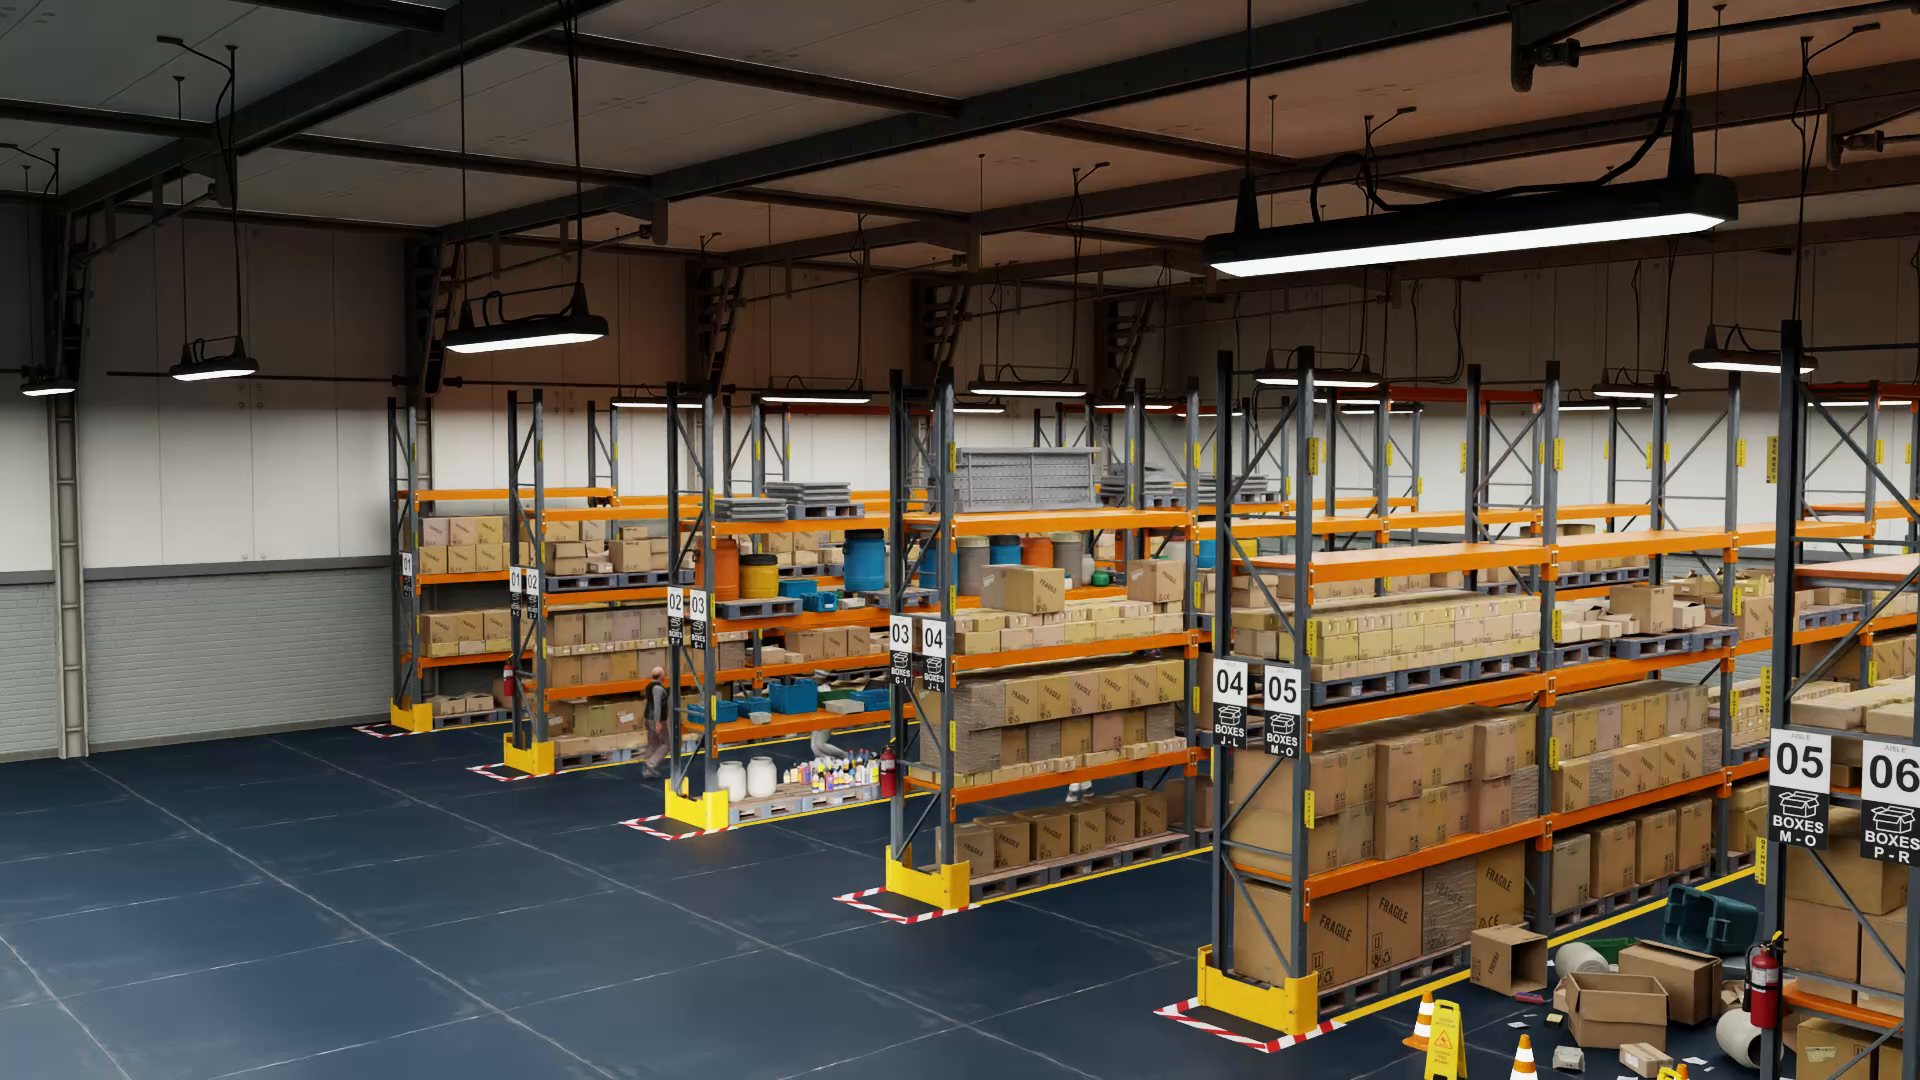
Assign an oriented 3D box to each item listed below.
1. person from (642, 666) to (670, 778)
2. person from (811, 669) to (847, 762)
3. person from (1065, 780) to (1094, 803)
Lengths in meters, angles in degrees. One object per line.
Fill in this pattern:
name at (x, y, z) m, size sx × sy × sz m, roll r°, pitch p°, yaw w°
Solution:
person at (-4.681, 2.803, 25.602) m, size 0.461 × 1.710 × 0.567 m, roll -2°, pitch 4°, yaw -28°
person at (-2.072, 2.836, 25.941) m, size 0.545 × 1.649 × 0.504 m, roll -1°, pitch 4°, yaw -24°
person at (1.618, 2.901, 23.485) m, size 0.639 × 1.791 × 0.623 m, roll -1°, pitch 3°, yaw -13°
